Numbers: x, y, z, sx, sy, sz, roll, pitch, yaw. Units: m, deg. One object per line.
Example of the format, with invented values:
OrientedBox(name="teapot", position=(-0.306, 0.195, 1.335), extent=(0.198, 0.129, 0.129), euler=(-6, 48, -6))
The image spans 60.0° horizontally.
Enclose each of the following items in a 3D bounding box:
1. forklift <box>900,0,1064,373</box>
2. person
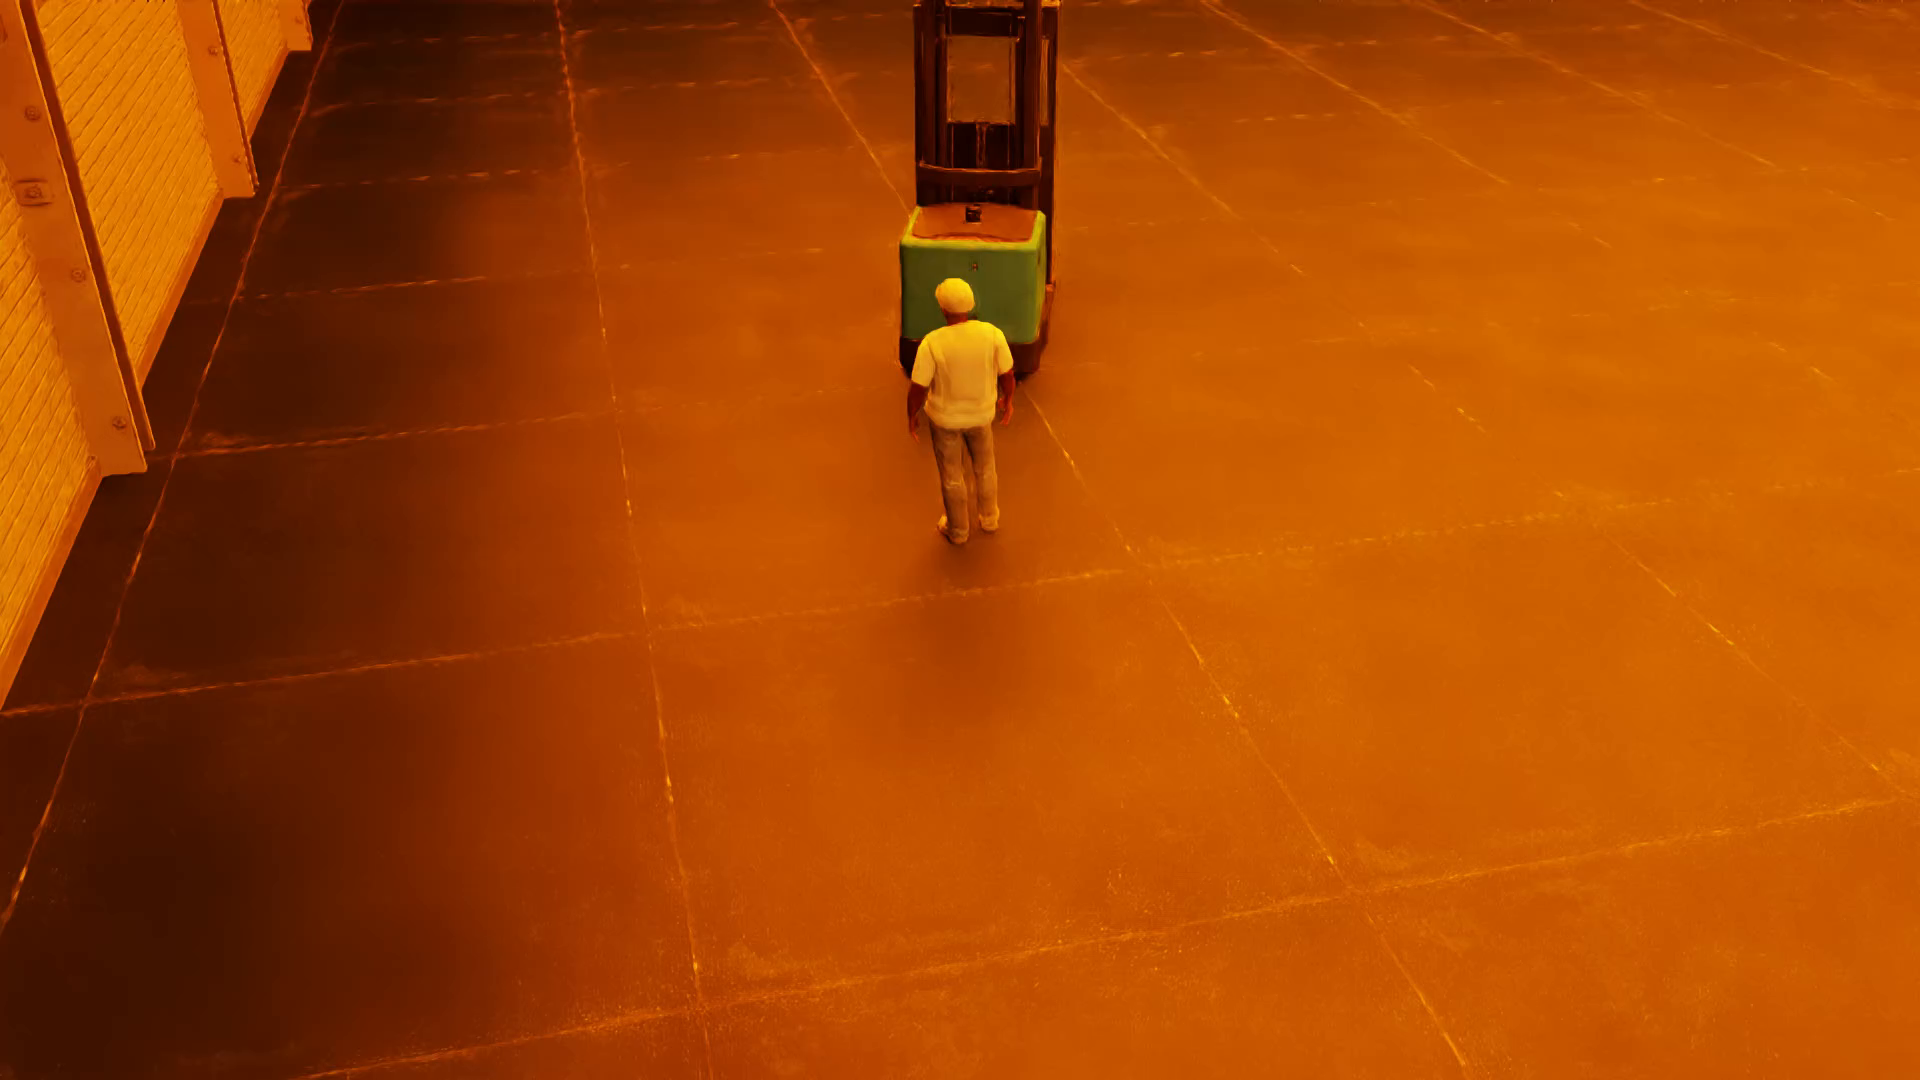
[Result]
OrientedBox(name="forklift", position=(0.223, -3.241, 13.172), extent=(1.130, 2.935, 3.031), euler=(3, 30, 6))
OrientedBox(name="person", position=(-0.011, -0.805, 10.114), extent=(0.665, 1.766, 0.576), euler=(-7, 31, -12))
